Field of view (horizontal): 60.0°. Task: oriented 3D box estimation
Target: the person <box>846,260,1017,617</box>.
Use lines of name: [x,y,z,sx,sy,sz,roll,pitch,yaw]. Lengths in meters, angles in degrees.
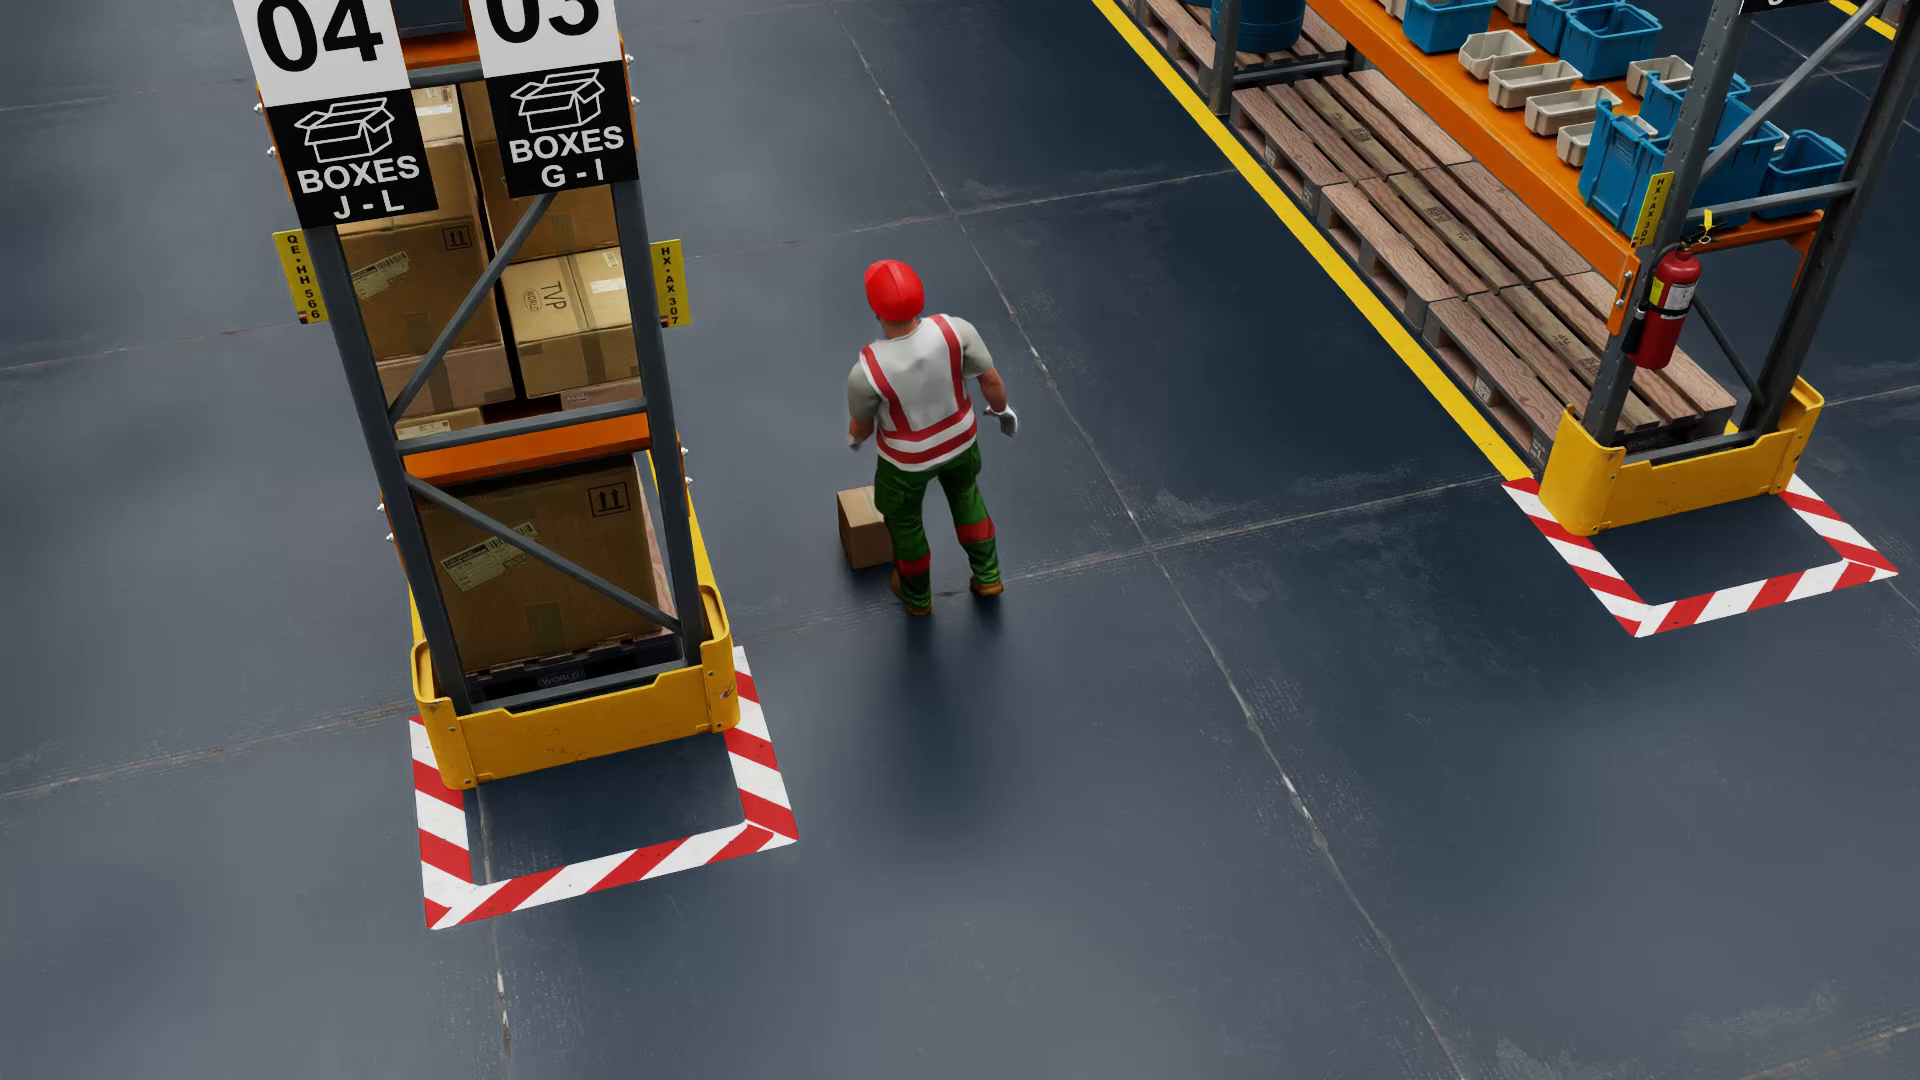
person: [-0.154,-0.401,6.612,0.707,1.815,0.492,-23,47,-24]
